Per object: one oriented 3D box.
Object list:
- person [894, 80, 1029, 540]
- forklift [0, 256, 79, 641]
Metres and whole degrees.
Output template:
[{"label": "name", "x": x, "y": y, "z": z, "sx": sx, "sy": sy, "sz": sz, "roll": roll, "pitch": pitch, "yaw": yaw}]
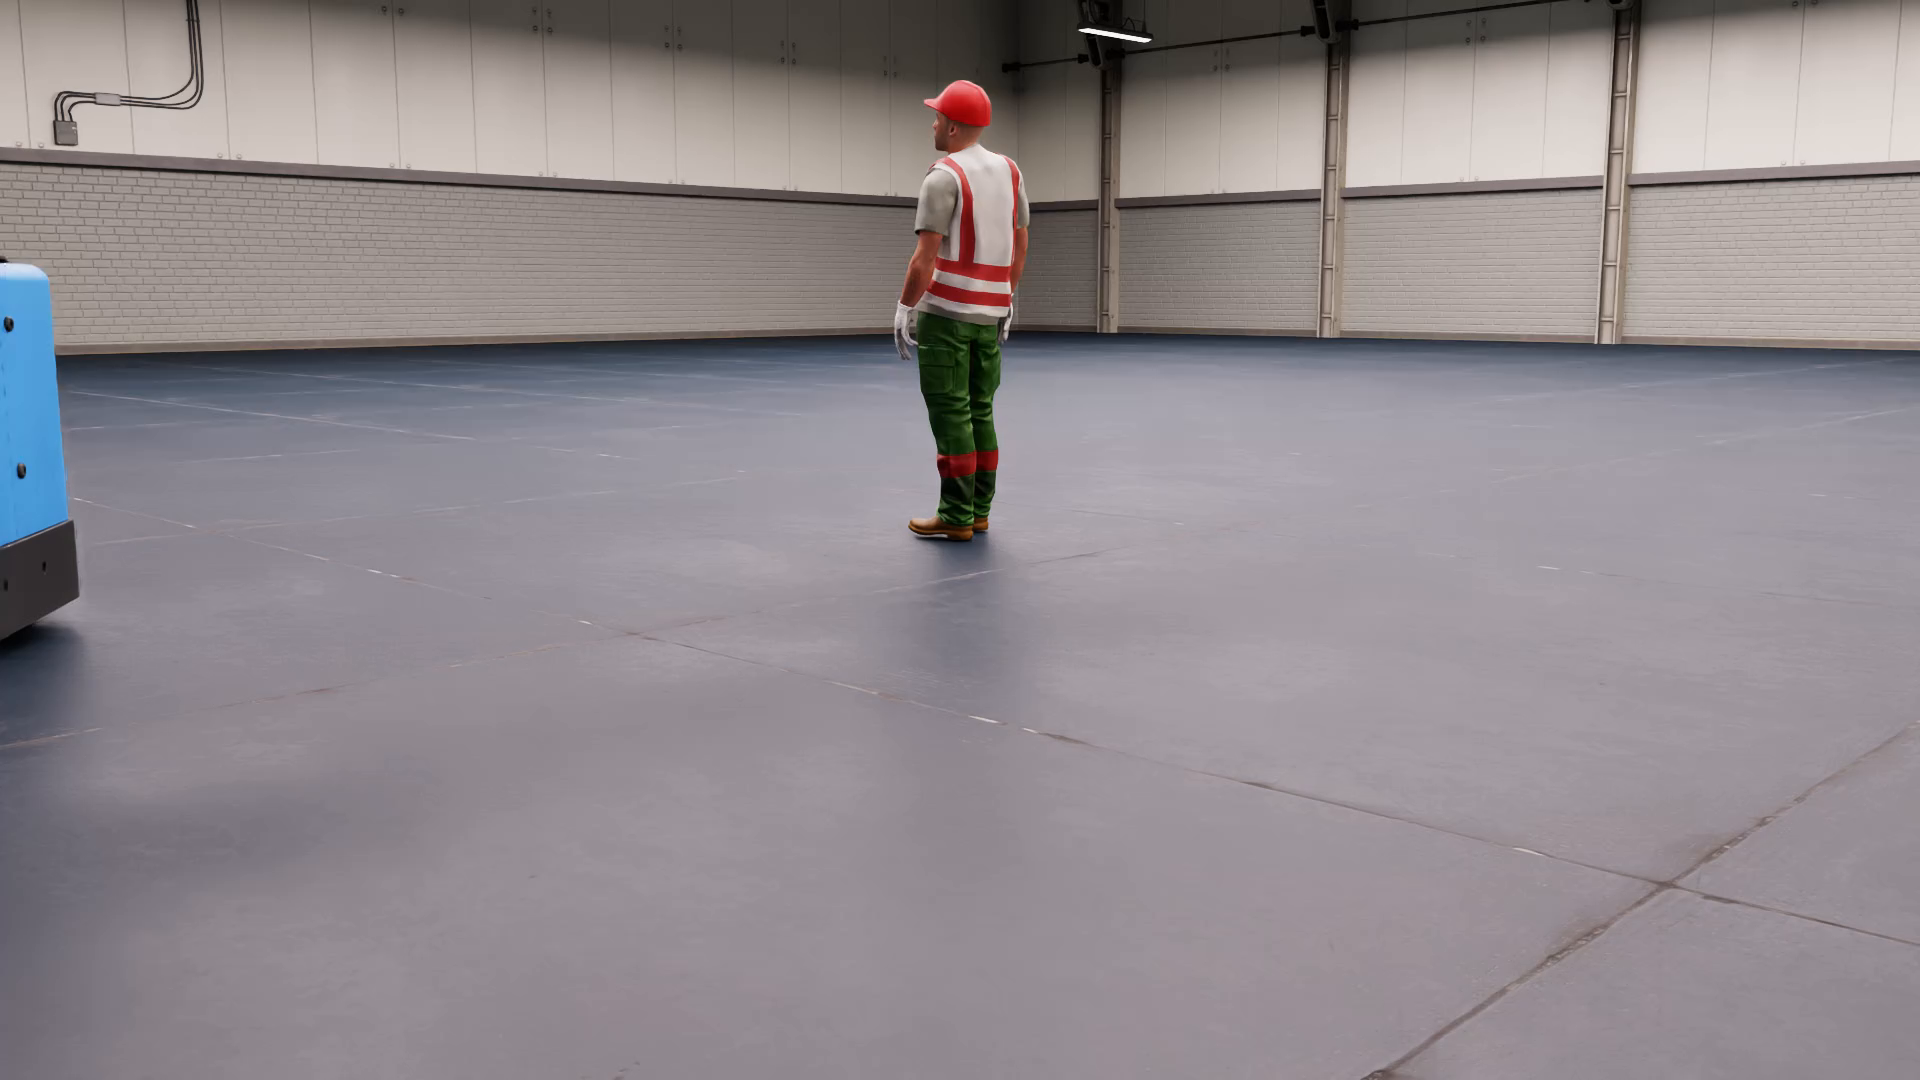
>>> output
[{"label": "person", "x": -0.049, "y": -0.902, "z": 6.647, "sx": 0.564, "sy": 1.787, "sz": 0.637, "roll": 8, "pitch": 12, "yaw": 43}, {"label": "forklift", "x": -4.092, "y": -1.097, "z": 4.160, "sx": 3.031, "sy": 2.935, "sz": 1.130, "roll": -2, "pitch": 9, "yaw": -11}]
